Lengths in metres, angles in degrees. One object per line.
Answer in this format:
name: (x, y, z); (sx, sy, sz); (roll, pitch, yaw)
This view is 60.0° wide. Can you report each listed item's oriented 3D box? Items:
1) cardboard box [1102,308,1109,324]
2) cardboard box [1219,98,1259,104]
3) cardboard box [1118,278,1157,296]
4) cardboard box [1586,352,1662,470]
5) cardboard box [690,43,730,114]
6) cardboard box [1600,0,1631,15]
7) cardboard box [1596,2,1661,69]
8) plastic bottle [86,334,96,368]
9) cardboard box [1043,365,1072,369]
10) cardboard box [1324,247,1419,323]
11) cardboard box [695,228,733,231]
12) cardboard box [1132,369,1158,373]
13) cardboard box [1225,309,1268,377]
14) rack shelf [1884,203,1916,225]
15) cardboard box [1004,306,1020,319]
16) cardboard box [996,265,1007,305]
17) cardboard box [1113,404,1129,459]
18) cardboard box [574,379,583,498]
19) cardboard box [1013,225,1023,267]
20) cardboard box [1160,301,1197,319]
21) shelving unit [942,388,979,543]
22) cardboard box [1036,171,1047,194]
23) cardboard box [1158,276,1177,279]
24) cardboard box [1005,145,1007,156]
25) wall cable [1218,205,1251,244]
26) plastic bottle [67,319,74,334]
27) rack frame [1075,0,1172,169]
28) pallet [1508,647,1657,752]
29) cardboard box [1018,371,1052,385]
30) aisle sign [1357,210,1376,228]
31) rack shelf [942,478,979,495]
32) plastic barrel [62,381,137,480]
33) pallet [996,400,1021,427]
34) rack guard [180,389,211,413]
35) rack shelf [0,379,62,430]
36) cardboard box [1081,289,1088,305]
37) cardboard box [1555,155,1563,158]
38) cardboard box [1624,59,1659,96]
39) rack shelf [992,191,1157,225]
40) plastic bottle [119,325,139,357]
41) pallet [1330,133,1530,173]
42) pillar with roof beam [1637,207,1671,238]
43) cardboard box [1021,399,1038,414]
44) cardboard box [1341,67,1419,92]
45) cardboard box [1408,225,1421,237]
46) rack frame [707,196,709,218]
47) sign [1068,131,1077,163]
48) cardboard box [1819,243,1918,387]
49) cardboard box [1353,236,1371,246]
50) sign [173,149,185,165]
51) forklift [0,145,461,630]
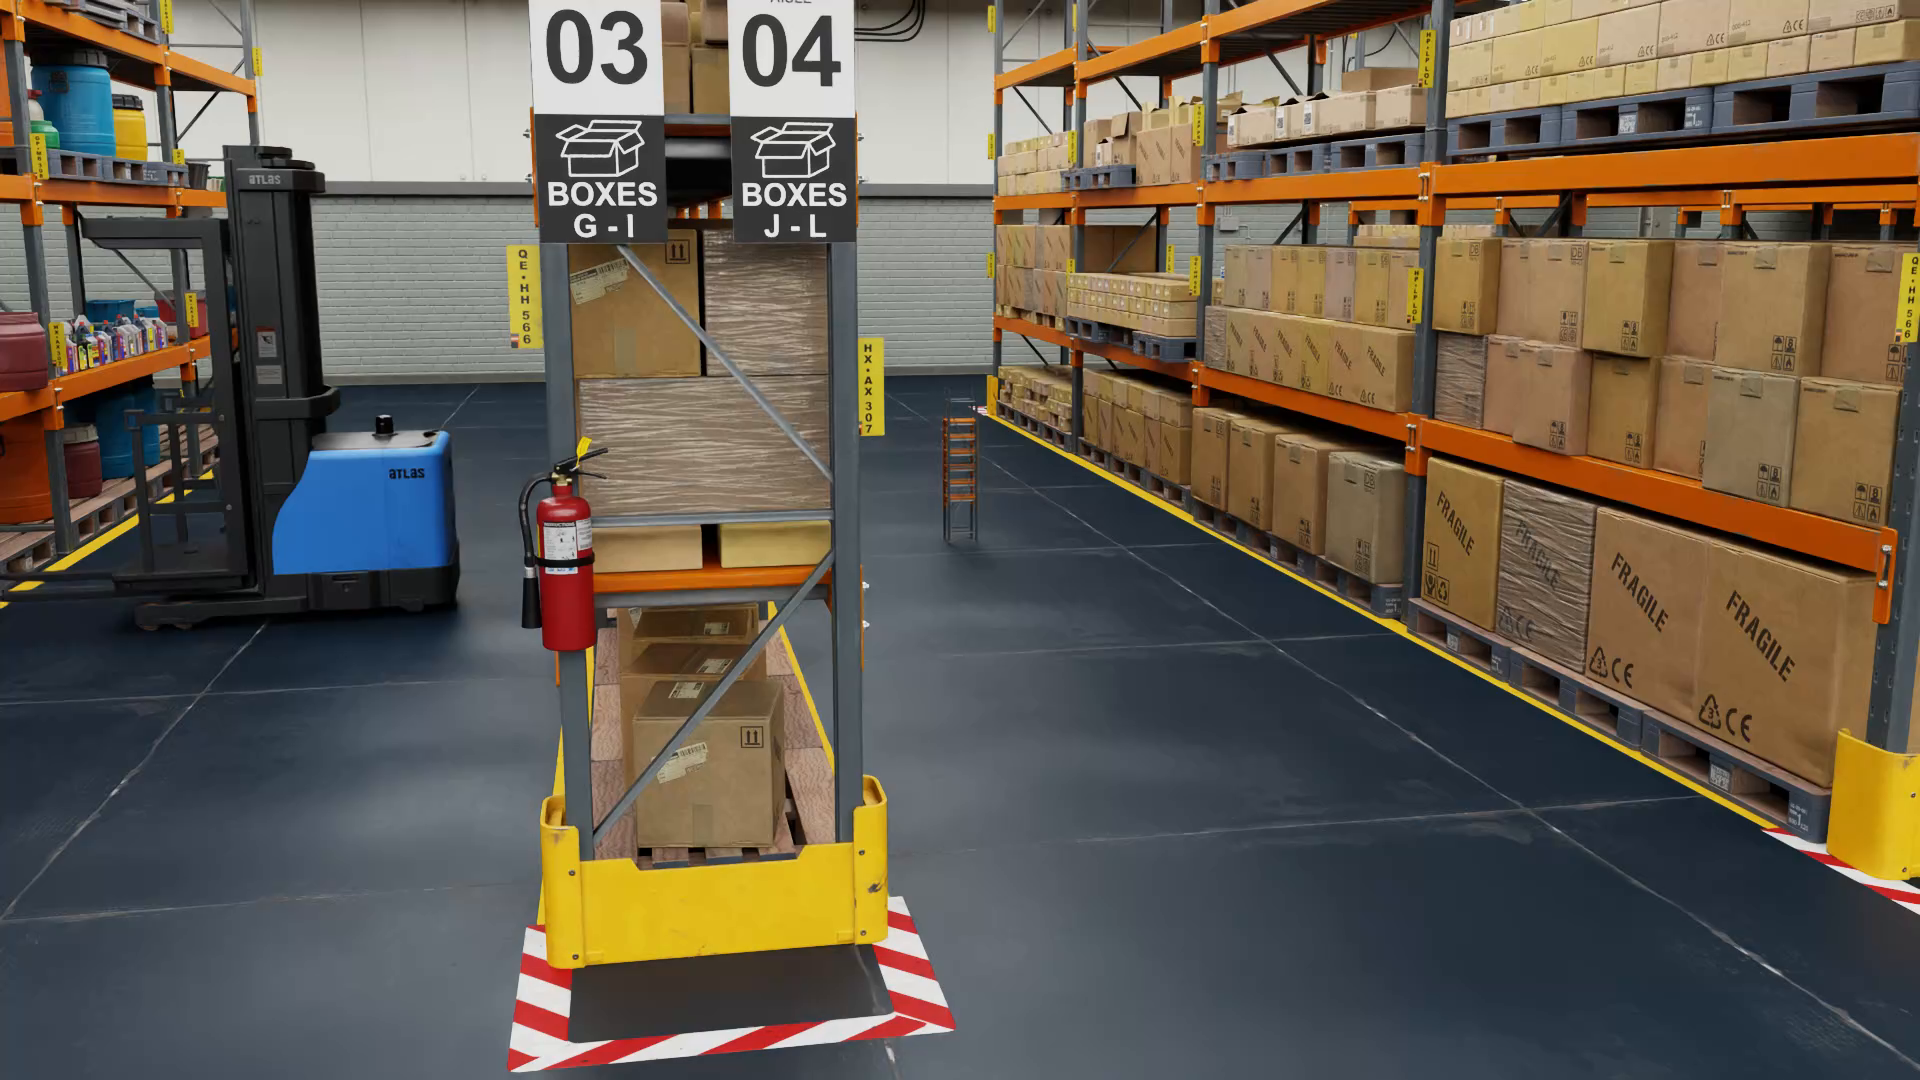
cardboard box: (1.600, -2.182, 16.189); (0.380, 0.149, 0.250); (-2, 11, -12)
cardboard box: (2.497, -3.817, 14.891); (0.396, 0.266, 0.258); (-2, 11, -11)
cardboard box: (1.699, -2.380, 15.635); (0.380, 0.149, 0.250); (-2, 11, -8)
cardboard box: (3.675, -0.670, 8.293); (0.875, 0.550, 0.500); (-2, 11, -11)
cardboard box: (-0.676, -1.563, 5.763); (0.500, 0.250, 0.500); (-2, 11, -9)
cardboard box: (3.305, -2.600, 7.959); (0.380, 0.149, 0.250); (-2, 11, -11)
cardboard box: (3.389, -2.384, 7.893); (0.500, 0.250, 0.500); (-2, 11, -10)
plastic bottle: (-7.173, -1.554, 13.683); (0.097, 0.271, 0.097); (0, 11, 0)
cardboard box: (1.289, -2.172, 21.494); (0.380, 0.149, 0.250); (-2, 11, -10)
cardboard box: (2.969, -1.779, 11.577); (0.700, 0.500, 0.500); (-2, 11, -11)
cardboard box: (-0.765, -0.954, 6.450); (0.500, 0.500, 0.500); (-2, 11, -11)
cardboard box: (2.108, -1.647, 17.384); (0.500, 0.250, 0.500); (-2, 11, -13)
cardboard box: (2.418, -1.558, 13.092); (0.500, 0.500, 0.500); (-2, 11, -12)
rack shelf: (11.809, -3.561, 17.784); (1.077, 0.370, 4.000); (-2, 11, -11)
cardboard box: (0.769, -2.870, 20.926); (0.380, 0.149, 0.250); (-2, 11, -13)
cardboard box: (0.754, -3.264, 21.261); (0.500, 0.500, 0.500); (-2, 11, -8)
cardboard box: (1.819, -1.068, 16.349); (0.500, 0.500, 0.500); (-2, 11, -10)
cardboard box: (-1.130, -0.449, 6.473); (0.875, 0.500, 0.500); (-2, 11, -11)
cardboard box: (0.948, -3.567, 20.179); (0.500, 0.500, 0.500); (-2, 11, -12)
cardboard box: (1.951, -1.997, 14.420); (0.380, 0.149, 0.250); (-2, 11, -10)
shelving unit: (0.003, -0.587, 13.070); (0.258, 1.200, 0.189); (-2, 11, -11)
cardboard box: (1.170, -4.093, 19.057); (0.500, 0.250, 0.500); (-2, 11, -12)
cardboard box: (2.182, -2.546, 16.510); (0.380, 0.149, 0.250); (-2, 11, -13)
cardboard box: (0.777, -4.935, 21.078); (0.380, 0.149, 0.250); (-2, 11, -11)
wall cable: (4.654, -4.908, 28.158); (0.585, 1.953, 0.123); (-2, 11, -11)
plastic bottle: (-8.349, -1.921, 15.580); (0.061, 0.283, 0.133); (-2, 11, -11)
rack frame: (1.716, -5.375, 17.368); (1.000, 3.000, 0.127); (-2, 11, -11)
pallet: (3.583, 0.776, 8.556); (1.003, 0.211, 1.213); (-2, 11, -11)
cardboard box: (0.931, -2.011, 20.653); (0.380, 0.149, 0.250); (-3, 11, -14)
aisle sign: (5.475, -4.640, 22.598); (0.394, 0.787, 0.004); (-2, 11, -11)
rack shelf: (0.003, -0.425, 13.101); (0.258, 0.103, 0.180); (-2, 11, -11)
plastic barrel: (-7.801, -1.031, 15.080); (0.600, 0.901, 0.708); (-2, 11, -11)
pallet: (1.076, -1.627, 21.182); (1.003, 0.211, 1.213); (-2, 11, -11)
rack guard: (-8.823, -1.595, 20.242); (1.175, 0.500, 0.348); (-2, 11, -11)
rack shelf: (-6.861, -0.632, 10.418); (1.077, 0.370, 4.000); (-2, 11, -11)
cardboard box: (1.444, -2.473, 16.920); (0.380, 0.149, 0.250); (-2, 11, -10)
cardboard box: (6.454, -3.947, 17.388); (0.380, 0.166, 0.250); (-3, 11, -15)
cardboard box: (3.356, -2.161, 7.786); (0.380, 0.149, 0.250); (-2, 11, -10)
rack shelf: (1.327, -3.915, 19.643); (1.077, 0.370, 4.000); (-2, 11, -11)
plastic bottle: (-7.439, -1.780, 14.859); (0.152, 0.276, 0.135); (-2, 11, -11)
pallet: (3.045, -2.506, 10.832); (0.805, 0.209, 1.217); (-3, 11, -13)
pillar with roof beam: (6.779, -6.859, 25.166); (9.100, 9.000, 0.400); (-2, 11, -11)
cardboard box: (0.960, -1.626, 20.219); (0.380, 0.149, 0.250); (-3, 11, -14)
cardboard box: (3.106, -3.164, 12.115); (0.500, 0.500, 0.500); (-2, 11, -11)
cardboard box: (5.831, -3.858, 20.766); (0.380, 0.149, 0.250); (-2, 11, -12)
rack frame: (-2.391, -1.532, 13.225); (1.000, 3.000, 0.127); (-2, 11, -11)
sign: (1.185, -4.134, 17.489); (0.100, 0.325, 0.005); (-2, 11, -11)
cardboard box: (4.015, -0.900, 6.616); (0.875, 0.550, 0.550); (-2, 11, -11)
cardboard box: (5.587, -3.802, 22.207); (0.500, 0.500, 0.500); (-2, 11, -12)
sign: (-7.488, -3.583, 15.955); (0.100, 0.325, 0.005); (-2, 11, -11)
forklift: (-4.850, -0.991, 10.565); (3.031, 2.935, 1.130); (-3, 11, -13)
